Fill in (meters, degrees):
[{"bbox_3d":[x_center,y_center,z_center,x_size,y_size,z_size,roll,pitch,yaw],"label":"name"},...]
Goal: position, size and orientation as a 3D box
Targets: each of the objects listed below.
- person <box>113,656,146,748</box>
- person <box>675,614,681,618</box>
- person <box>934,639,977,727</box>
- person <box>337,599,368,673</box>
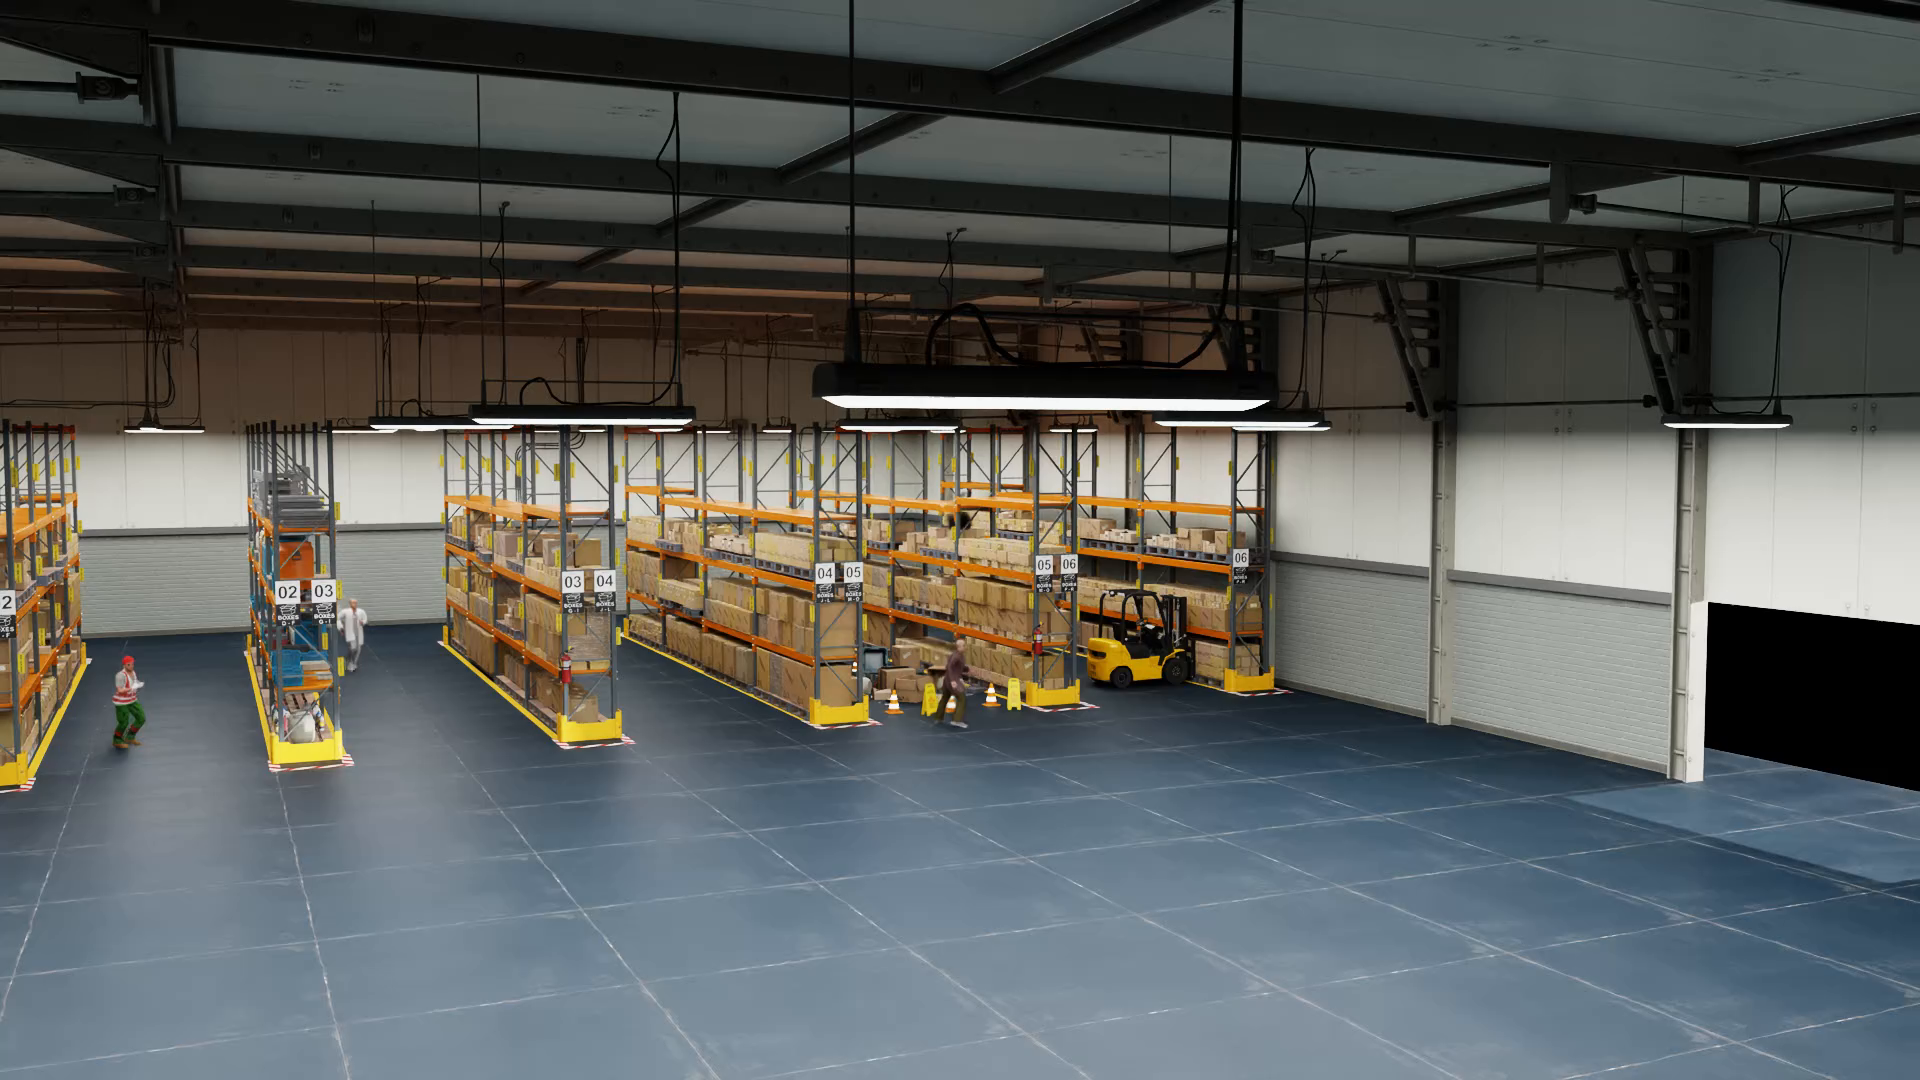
[{"bbox_3d":[-15.159,2.969,30.261,0.851,1.739,0.618,1,4,17],"label":"person"},{"bbox_3d":[-8.370,1.822,49.670,0.640,1.627,0.801,3,5,43],"label":"person"},{"bbox_3d":[-0.069,2.818,32.959,0.869,1.739,0.767,-1,4,-11],"label":"person"},{"bbox_3d":[-14.714,2.318,40.356,0.688,1.789,0.760,-3,5,-39],"label":"person"}]
